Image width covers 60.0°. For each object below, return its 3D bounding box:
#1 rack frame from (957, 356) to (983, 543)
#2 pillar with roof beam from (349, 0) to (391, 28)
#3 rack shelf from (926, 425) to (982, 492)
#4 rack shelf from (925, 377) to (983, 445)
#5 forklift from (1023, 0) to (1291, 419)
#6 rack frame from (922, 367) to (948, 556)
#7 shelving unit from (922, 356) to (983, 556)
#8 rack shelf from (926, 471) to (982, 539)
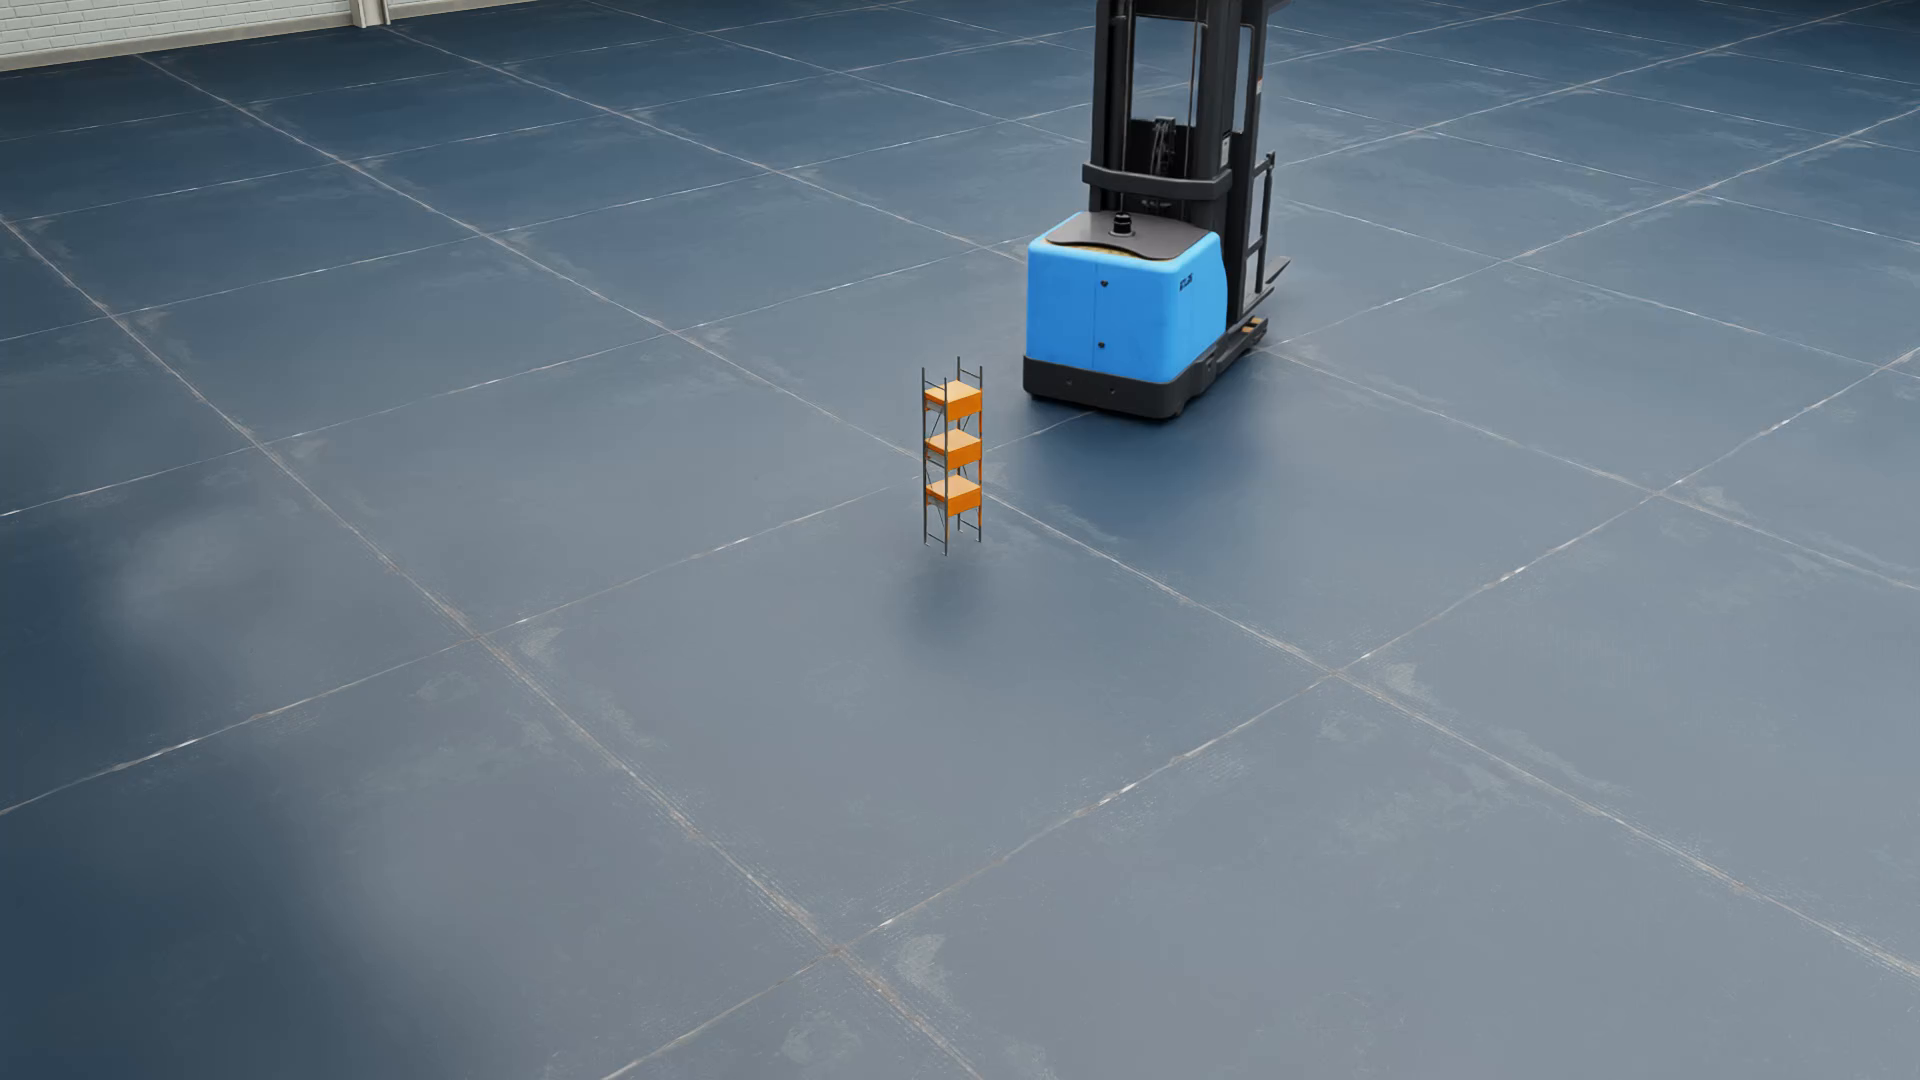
[{"bbox_3d":[0.052,-0.484,9.042,0.008,1.050,0.200,-22,35,-35],"label":"rack frame"},{"bbox_3d":[-5.004,-9.263,17.036,0.400,9.000,9.100,-22,35,-35],"label":"pillar with roof beam"},{"bbox_3d":[-0.041,-0.437,8.977,0.240,0.259,0.215,-22,35,-35],"label":"rack shelf"},{"bbox_3d":[-0.041,-0.688,8.843,0.240,0.259,0.215,-22,35,-35],"label":"rack shelf"},{"bbox_3d":[1.552,-2.726,11.241,1.130,2.935,3.031,14,31,24],"label":"forklift"},{"bbox_3d":[-0.134,-0.409,8.902,0.008,1.050,0.200,-22,35,-35],"label":"rack frame"},{"bbox_3d":[-0.041,-0.447,8.972,0.252,1.050,0.215,-22,35,-35],"label":"shelving unit"},{"bbox_3d":[-0.041,-0.192,9.108,0.240,0.259,0.215,-22,35,-35],"label":"rack shelf"}]
